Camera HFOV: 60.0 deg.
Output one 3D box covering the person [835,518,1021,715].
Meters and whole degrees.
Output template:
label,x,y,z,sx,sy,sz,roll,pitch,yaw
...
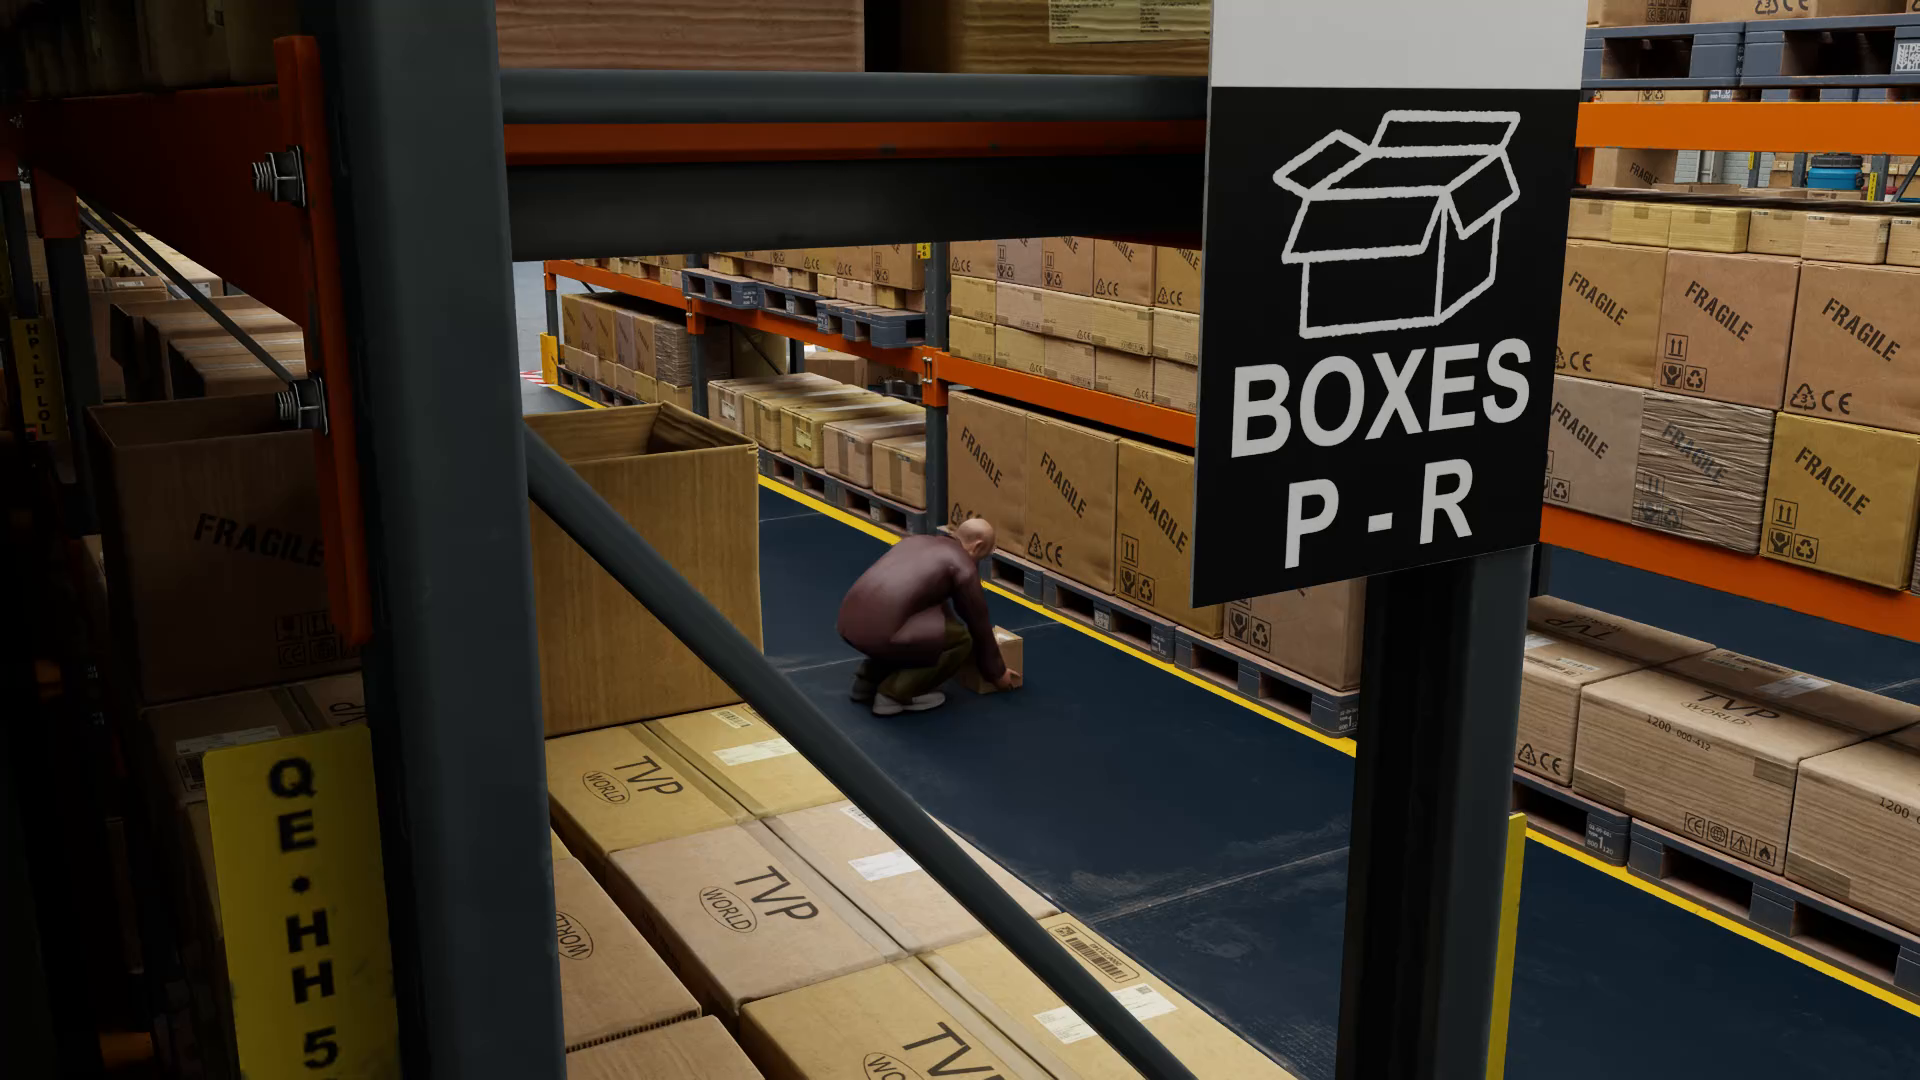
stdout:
label,x,y,z,sx,sy,sz,roll,pitch,yaw
person,-0.170,0.377,8.030,0.911,0.887,0.587,-9,17,-30
